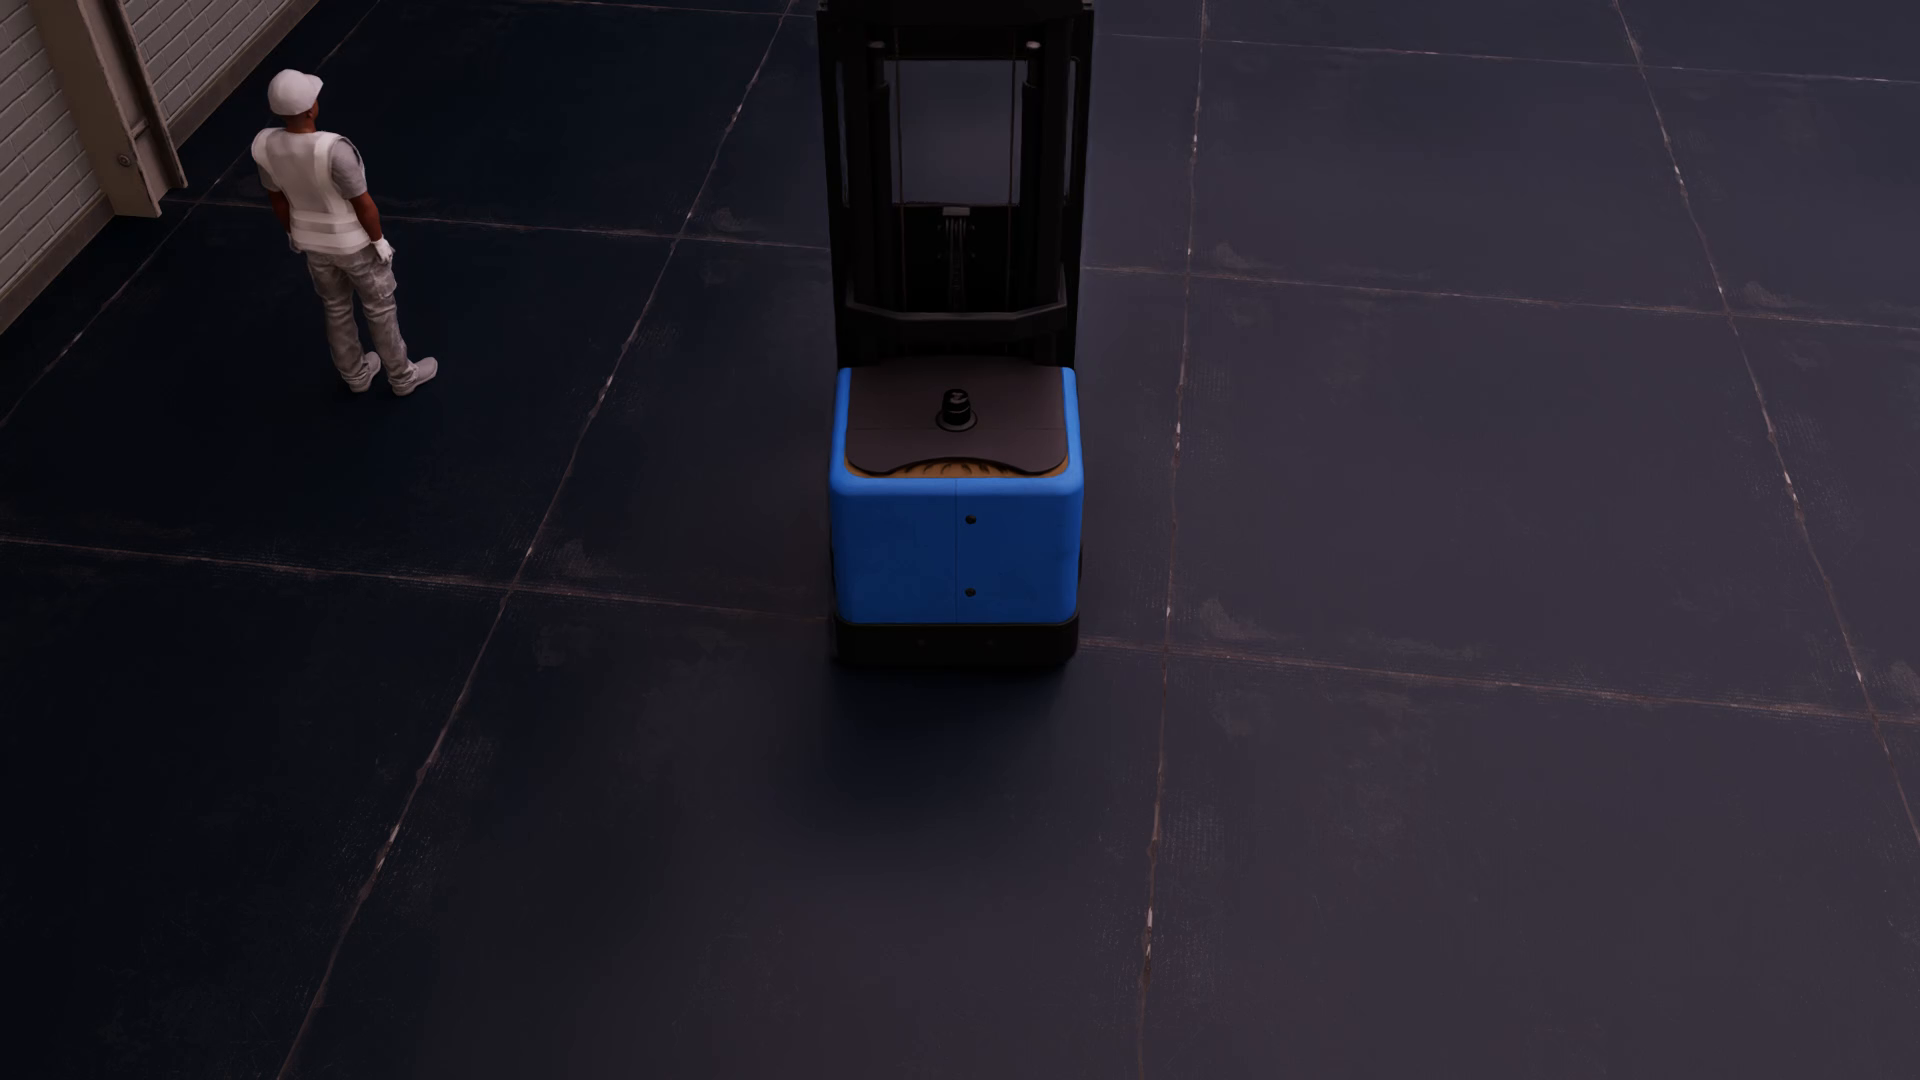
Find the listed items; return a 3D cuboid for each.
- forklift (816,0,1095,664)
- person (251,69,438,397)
[{"bbox_3d":[-0.019,-1.513,7.371,1.130,2.935,3.031,0,43,0],"label":"forklift"},{"bbox_3d":[-3.059,-1.498,8.202,0.539,1.790,0.386,9,43,9],"label":"person"}]
